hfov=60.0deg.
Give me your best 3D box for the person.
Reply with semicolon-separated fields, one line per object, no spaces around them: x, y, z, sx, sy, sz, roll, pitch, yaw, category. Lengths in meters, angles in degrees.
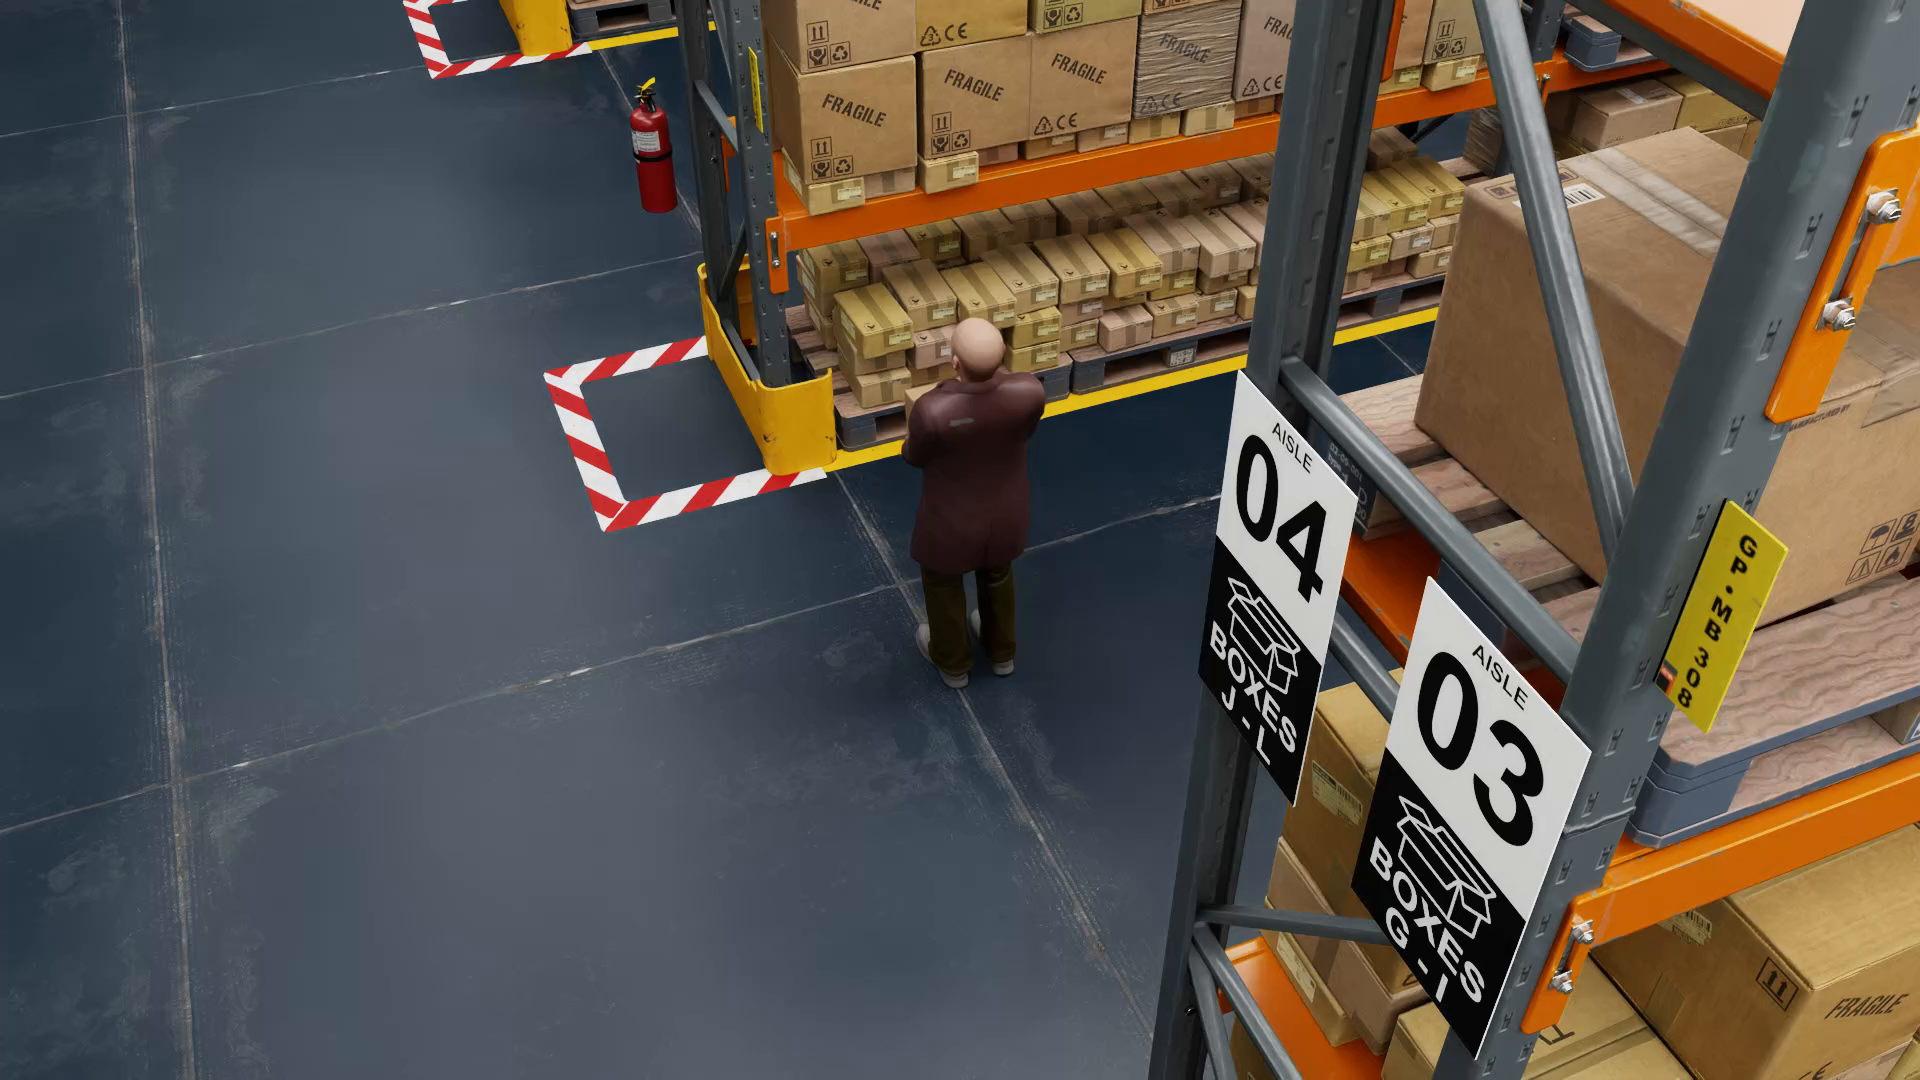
0.009;-0.187;6.388;0.527;1.769;0.563;-15;43;-17;person
